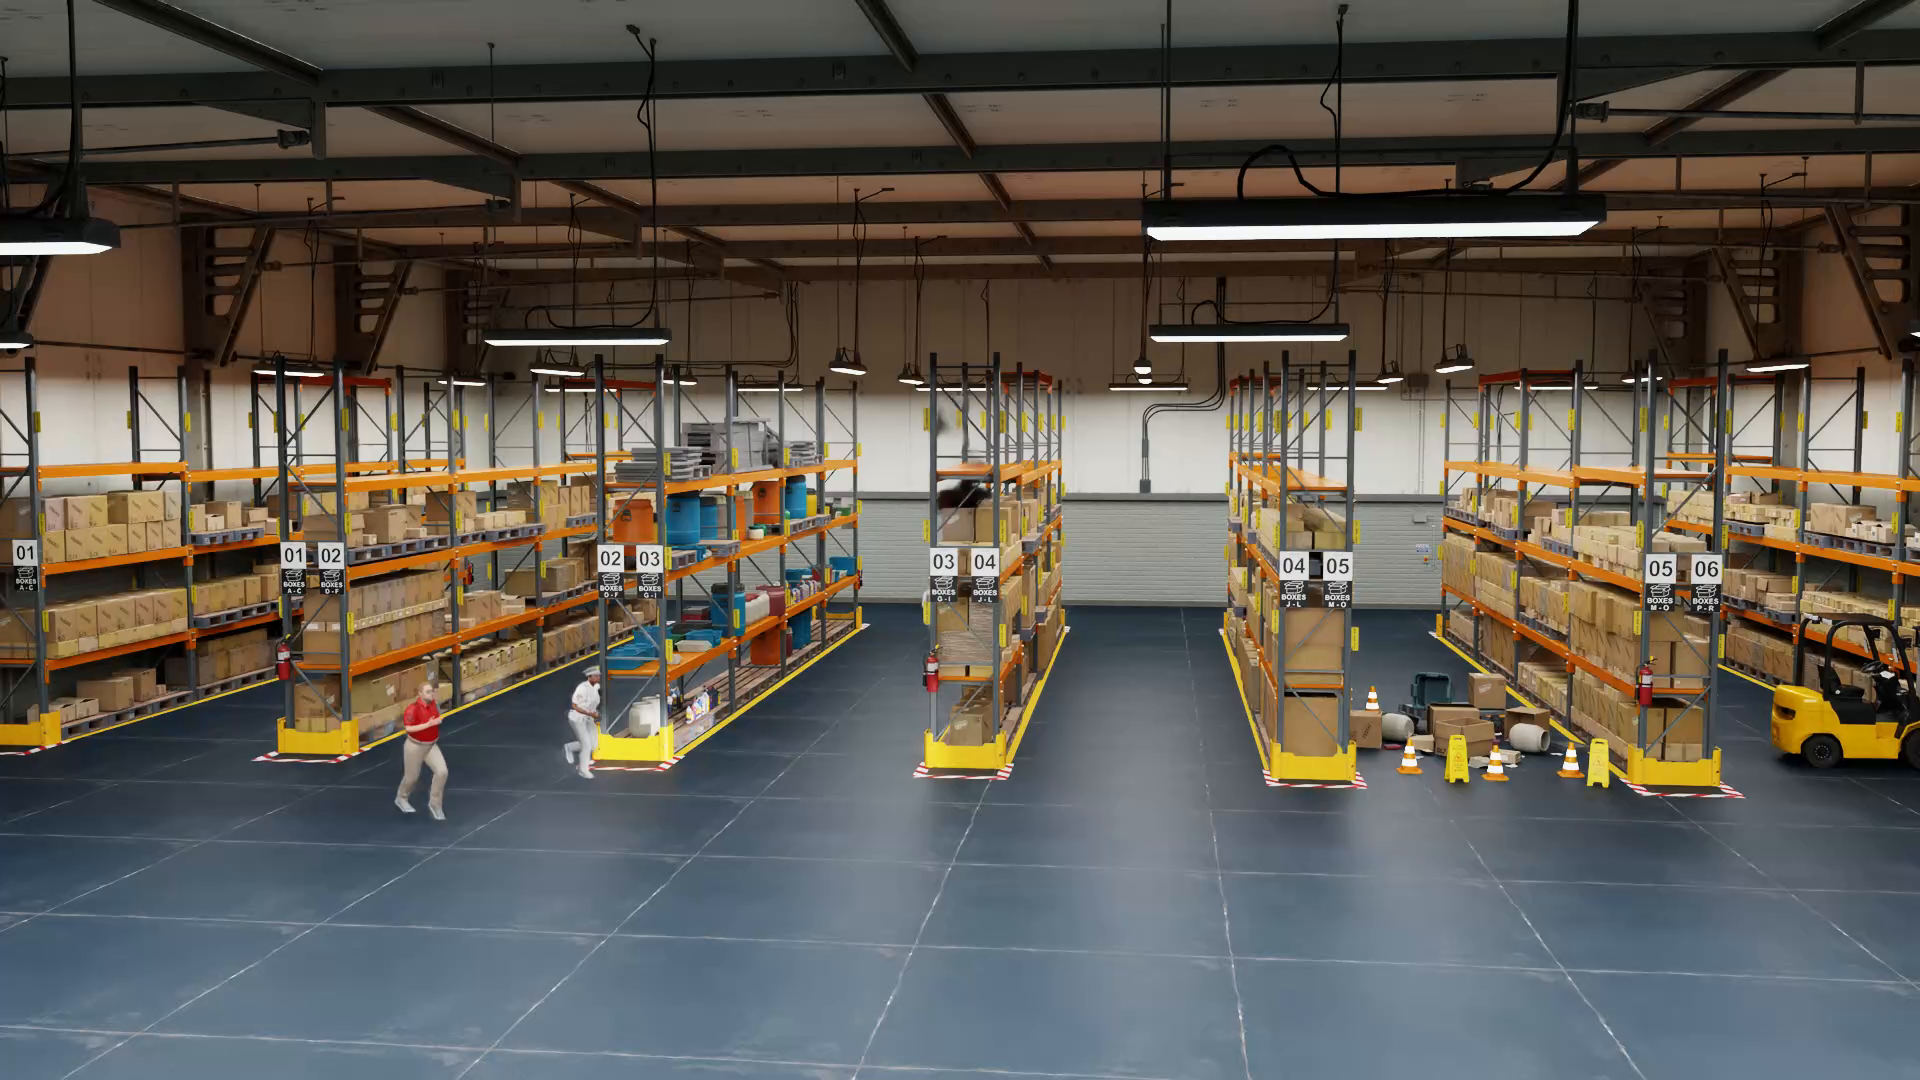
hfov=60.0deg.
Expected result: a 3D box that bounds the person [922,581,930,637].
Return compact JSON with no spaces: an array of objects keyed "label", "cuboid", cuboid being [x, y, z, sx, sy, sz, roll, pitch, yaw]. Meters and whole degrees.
[{"label":"person","cuboid":[-0.580,1.638,36.305,0.507,1.560,0.701,0,4,3]}]

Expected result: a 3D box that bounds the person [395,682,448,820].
[{"label":"person","cuboid":[-6.824,2.686,21.008,0.881,1.809,0.639,3,5,33]}]

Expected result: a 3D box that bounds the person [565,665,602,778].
[{"label":"person","cuboid":[-5.319,2.561,23.443,0.691,1.642,0.558,2,5,30]}]
